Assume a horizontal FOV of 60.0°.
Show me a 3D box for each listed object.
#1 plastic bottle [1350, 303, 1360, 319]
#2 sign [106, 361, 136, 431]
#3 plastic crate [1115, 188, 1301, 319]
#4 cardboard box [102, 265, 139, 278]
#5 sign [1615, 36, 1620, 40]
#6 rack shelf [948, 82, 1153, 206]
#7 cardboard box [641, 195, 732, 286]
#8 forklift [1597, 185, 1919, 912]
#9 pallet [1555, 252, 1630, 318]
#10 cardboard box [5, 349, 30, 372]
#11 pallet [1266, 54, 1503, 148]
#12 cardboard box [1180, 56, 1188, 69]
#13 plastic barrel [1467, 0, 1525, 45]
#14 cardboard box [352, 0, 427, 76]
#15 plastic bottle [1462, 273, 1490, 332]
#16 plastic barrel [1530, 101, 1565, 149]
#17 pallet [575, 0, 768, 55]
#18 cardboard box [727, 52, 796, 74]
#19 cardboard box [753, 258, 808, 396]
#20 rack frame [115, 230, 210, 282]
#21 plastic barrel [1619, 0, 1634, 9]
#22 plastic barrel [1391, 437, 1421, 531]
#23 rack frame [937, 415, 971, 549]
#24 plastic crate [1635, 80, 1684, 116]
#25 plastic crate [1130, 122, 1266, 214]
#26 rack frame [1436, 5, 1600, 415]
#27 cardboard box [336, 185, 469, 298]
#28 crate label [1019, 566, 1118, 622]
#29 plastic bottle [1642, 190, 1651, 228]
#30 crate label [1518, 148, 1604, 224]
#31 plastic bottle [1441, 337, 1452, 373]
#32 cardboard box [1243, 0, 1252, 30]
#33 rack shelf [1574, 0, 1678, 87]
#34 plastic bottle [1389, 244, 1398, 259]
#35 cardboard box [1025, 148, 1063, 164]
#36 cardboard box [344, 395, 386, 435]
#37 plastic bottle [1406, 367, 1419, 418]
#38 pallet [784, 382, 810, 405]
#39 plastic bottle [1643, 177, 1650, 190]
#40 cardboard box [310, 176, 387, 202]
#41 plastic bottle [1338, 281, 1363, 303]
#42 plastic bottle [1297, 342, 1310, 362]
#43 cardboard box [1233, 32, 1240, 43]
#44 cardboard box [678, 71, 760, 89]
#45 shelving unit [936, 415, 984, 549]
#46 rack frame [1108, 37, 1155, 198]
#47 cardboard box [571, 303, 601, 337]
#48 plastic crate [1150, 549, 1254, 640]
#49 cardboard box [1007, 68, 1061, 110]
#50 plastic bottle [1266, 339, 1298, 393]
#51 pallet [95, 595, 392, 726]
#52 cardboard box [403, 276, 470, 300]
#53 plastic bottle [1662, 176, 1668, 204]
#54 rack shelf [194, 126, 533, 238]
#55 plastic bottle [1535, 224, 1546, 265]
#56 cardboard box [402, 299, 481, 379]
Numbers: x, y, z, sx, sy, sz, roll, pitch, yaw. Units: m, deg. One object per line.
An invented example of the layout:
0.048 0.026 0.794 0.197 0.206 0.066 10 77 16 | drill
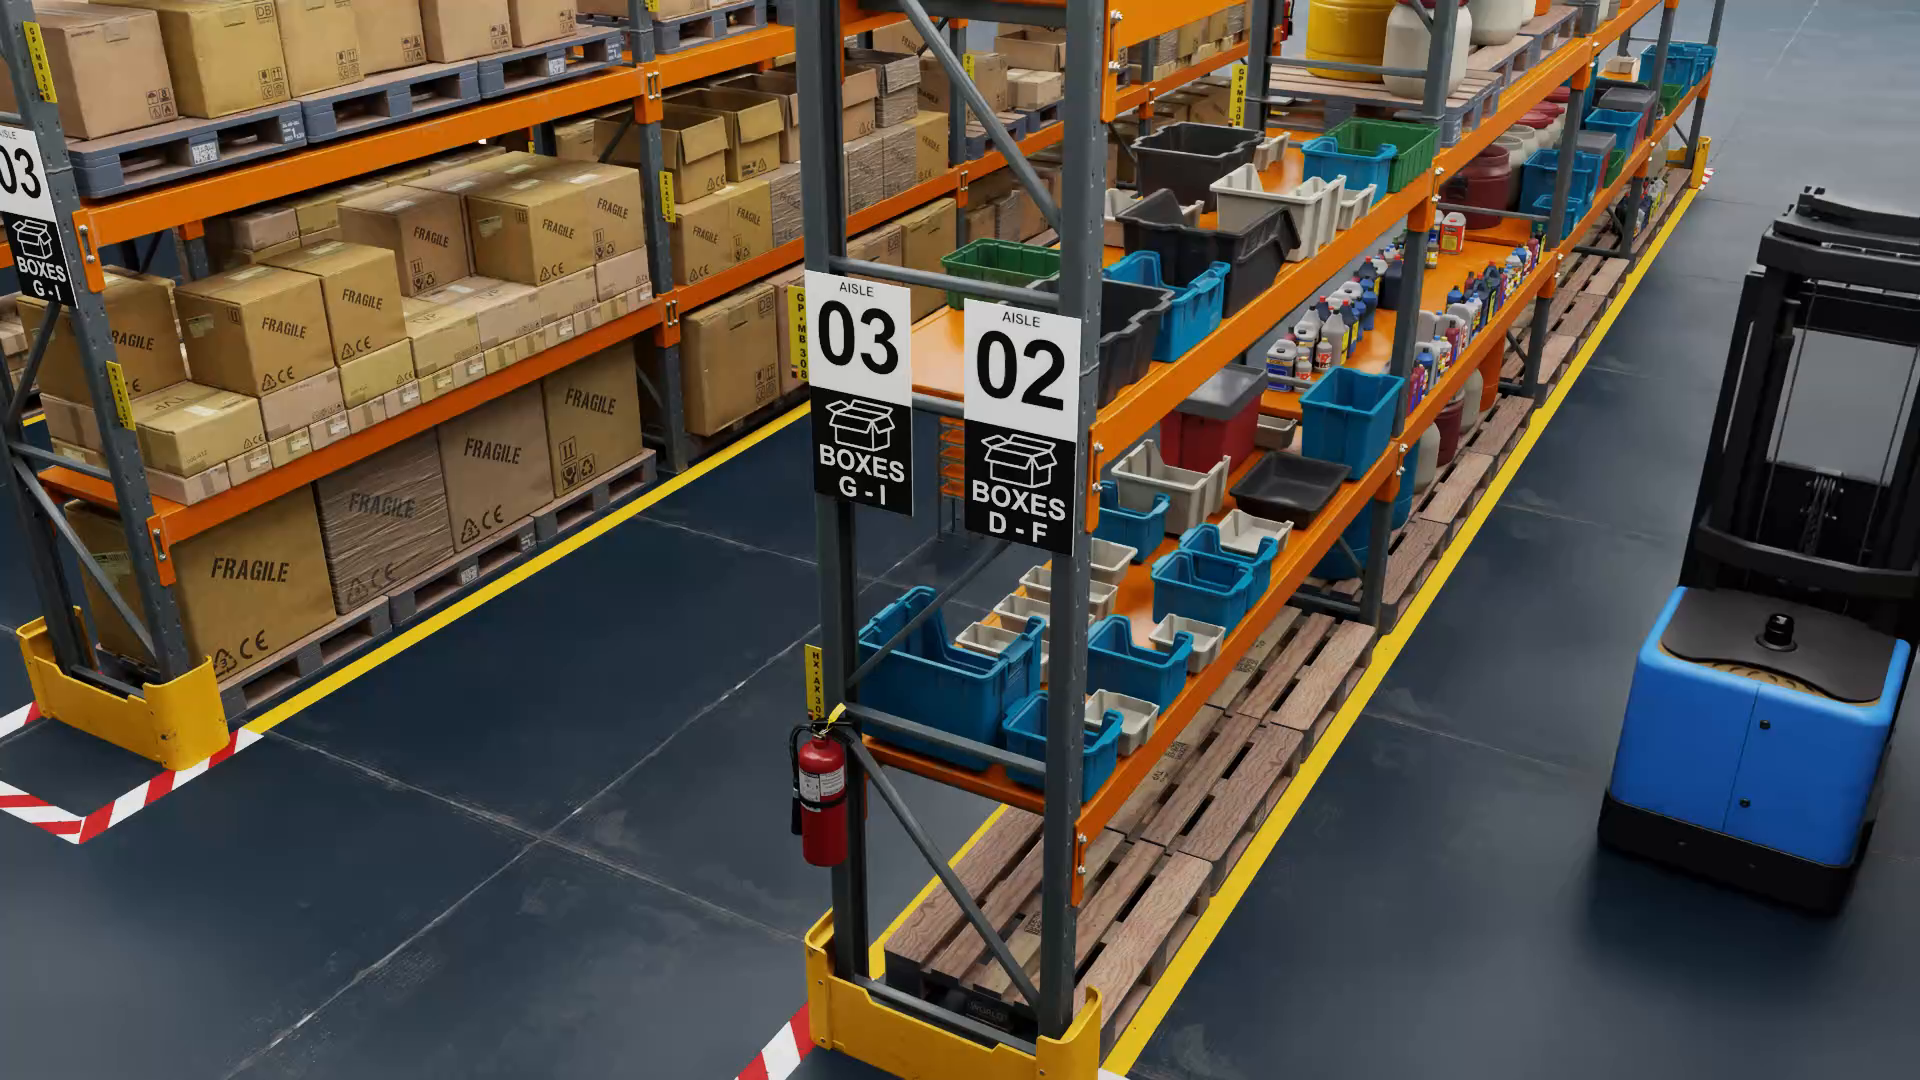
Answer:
2.388 -1.319 10.178 0.097 0.271 0.097 0 27 0 | plastic bottle
-3.870 -0.663 7.668 0.100 0.325 0.005 14 30 26 | sign
0.953 -1.123 6.360 0.504 0.338 0.767 14 30 26 | plastic crate
-7.000 -2.146 13.737 0.380 0.149 0.250 16 31 28 | cardboard box
7.357 -5.756 18.589 0.100 0.325 0.005 14 30 26 | sign
0.570 -3.940 16.074 1.077 0.370 4.000 14 30 26 | rack shelf
-1.938 -2.093 11.468 0.500 0.500 0.500 14 30 26 | cardboard box
4.224 -0.288 8.051 1.130 2.935 3.031 16 31 29 | forklift
5.513 -2.389 15.287 1.003 0.211 1.213 14 30 26 | pallet
-7.234 -1.412 12.604 0.380 0.149 0.250 13 29 24 | cardboard box
2.231 -2.417 9.087 1.213 0.211 1.003 14 30 26 | pallet
2.269 -5.244 18.156 0.380 0.149 0.250 14 30 26 | cardboard box
3.157 -3.258 9.935 0.433 0.535 0.433 0 27 0 | plastic barrel
-3.364 -2.843 9.035 0.700 0.500 0.500 16 31 28 | cardboard box
3.237 -1.496 10.443 0.144 0.351 0.185 14 30 26 | plastic bottle
4.843 -3.401 14.042 0.433 0.535 0.433 0 27 0 | plastic barrel
-1.974 -3.548 11.349 0.805 0.209 1.217 13 29 24 | pallet
-2.345 -5.641 20.571 0.875 0.875 0.875 15 30 27 | cardboard box
-1.646 -1.764 12.827 1.225 0.875 0.875 13 29 24 | cardboard box
-6.651 -3.055 13.503 1.000 3.000 0.127 14 30 26 | rack frame
4.813 -4.453 12.463 0.600 0.830 0.708 14 30 26 | plastic barrel
2.561 -0.567 10.406 0.600 0.901 0.708 14 30 26 | plastic barrel
-0.038 -0.507 10.421 0.240 1.200 0.006 14 30 26 | rack frame
6.779 -4.323 16.272 0.450 0.188 0.662 14 30 26 | plastic crate
1.080 -1.692 7.575 0.497 0.269 0.590 14 30 26 | plastic crate
3.898 -2.392 12.177 1.000 3.000 0.127 14 30 26 | rack frame
-3.341 -1.801 9.994 0.500 0.500 0.500 13 29 25 | cardboard box
0.477 0.236 7.156 0.396 0.136 0.243 14 30 26 | crate label
6.717 -3.260 16.379 0.144 0.351 0.185 13 29 24 | plastic bottle
4.622 -2.735 12.824 0.502 0.435 0.616 14 30 26 | crate label
2.846 -1.098 9.815 0.097 0.201 0.097 0 27 0 | plastic bottle
3.085 -6.349 19.637 0.875 0.500 0.500 14 30 26 | cardboard box
4.882 -4.191 13.224 1.077 0.370 4.000 14 30 26 | rack shelf
2.916 -1.876 11.290 0.097 0.271 0.097 0 27 0 | plastic bottle
0.982 -3.704 17.100 0.700 0.500 0.500 14 30 26 | cardboard box
-3.384 -0.719 9.116 0.380 0.149 0.250 14 30 25 | cardboard box
2.482 -0.830 9.187 0.061 0.283 0.133 14 30 26 | plastic bottle
-1.469 -1.471 13.454 1.003 0.211 1.213 14 30 26 | pallet
7.071 -3.611 17.155 0.061 0.283 0.133 14 30 26 | plastic bottle
-5.543 -3.096 15.070 0.500 0.250 0.500 15 30 28 | cardboard box
2.451 -1.484 10.502 0.152 0.276 0.135 14 30 26 | plastic bottle
1.994 -1.059 9.736 0.097 0.201 0.097 0 27 0 | plastic bottle
3.064 -5.943 19.552 0.380 0.149 0.250 14 30 26 | cardboard box
-2.942 -5.093 19.618 1.050 0.750 0.750 14 30 26 | cardboard box
0.007 -0.542 10.493 0.258 1.200 0.189 14 30 26 | shelving unit
1.553 -5.042 17.470 1.000 3.000 0.127 14 30 26 | rack frame
-2.500 -1.420 10.517 0.380 0.149 0.250 14 30 25 | cardboard box
1.018 0.237 7.046 0.416 0.233 0.300 14 30 26 | plastic crate
0.610 -4.206 15.499 0.500 0.250 0.500 13 30 25 | cardboard box
1.843 -1.002 9.540 0.152 0.276 0.135 14 30 26 | plastic bottle
-4.025 0.553 9.409 1.003 0.211 1.213 14 30 26 | pallet
-3.340 -1.468 10.168 0.500 0.250 0.500 15 30 27 | cardboard box
7.270 -3.630 17.194 0.061 0.283 0.133 15 30 27 | plastic bottle
-5.667 -3.513 15.221 1.077 0.370 4.000 14 30 26 | rack shelf
4.070 -2.088 11.701 0.061 0.283 0.133 14 30 26 | plastic bottle
-3.126 -1.162 9.556 0.500 0.250 0.500 14 30 25 | cardboard box
